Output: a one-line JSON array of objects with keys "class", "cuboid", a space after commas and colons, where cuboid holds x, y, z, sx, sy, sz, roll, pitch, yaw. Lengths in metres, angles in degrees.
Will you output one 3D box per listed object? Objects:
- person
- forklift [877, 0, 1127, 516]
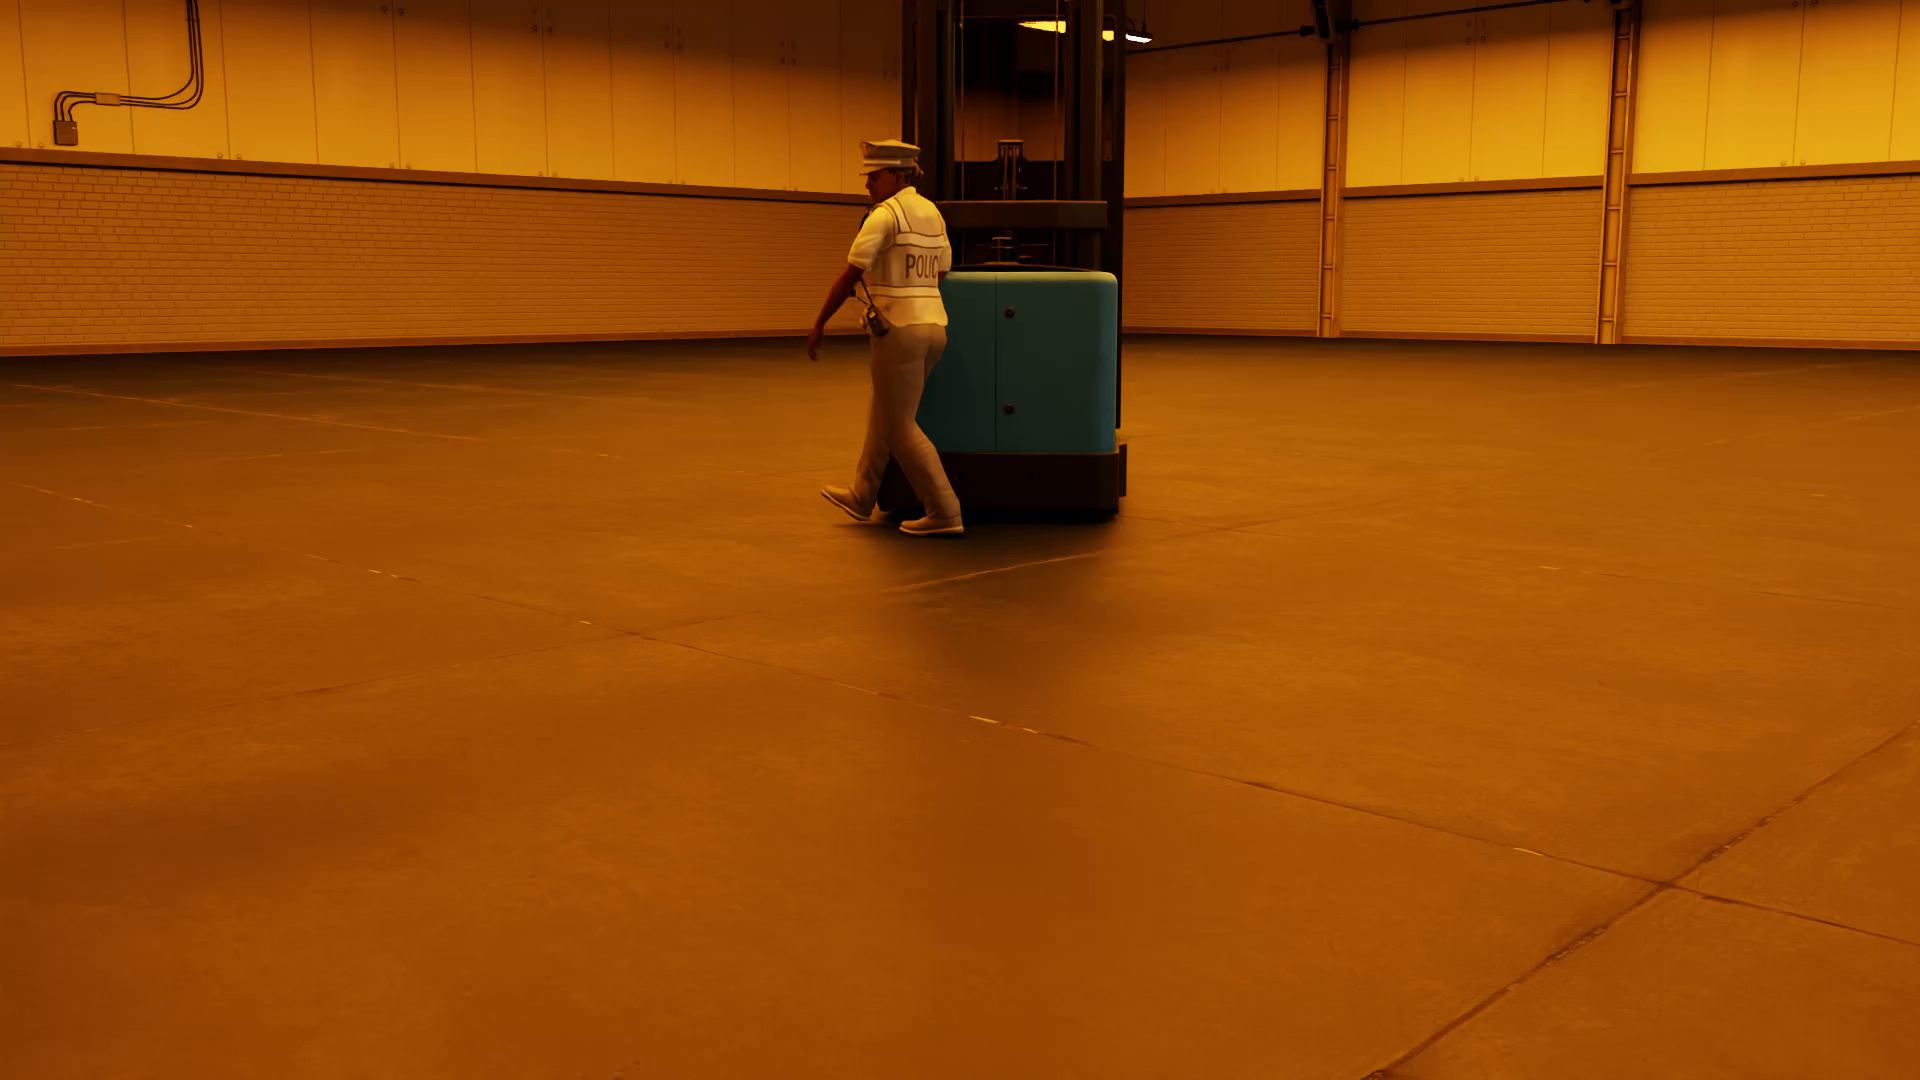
[{"class": "person", "cuboid": [-0.299, -0.849, 6.982, 0.853, 1.608, 0.594, 5, 10, 28]}, {"class": "forklift", "cuboid": [0.282, -1.737, 8.407, 1.130, 2.935, 3.031, 1, 9, 5]}]
